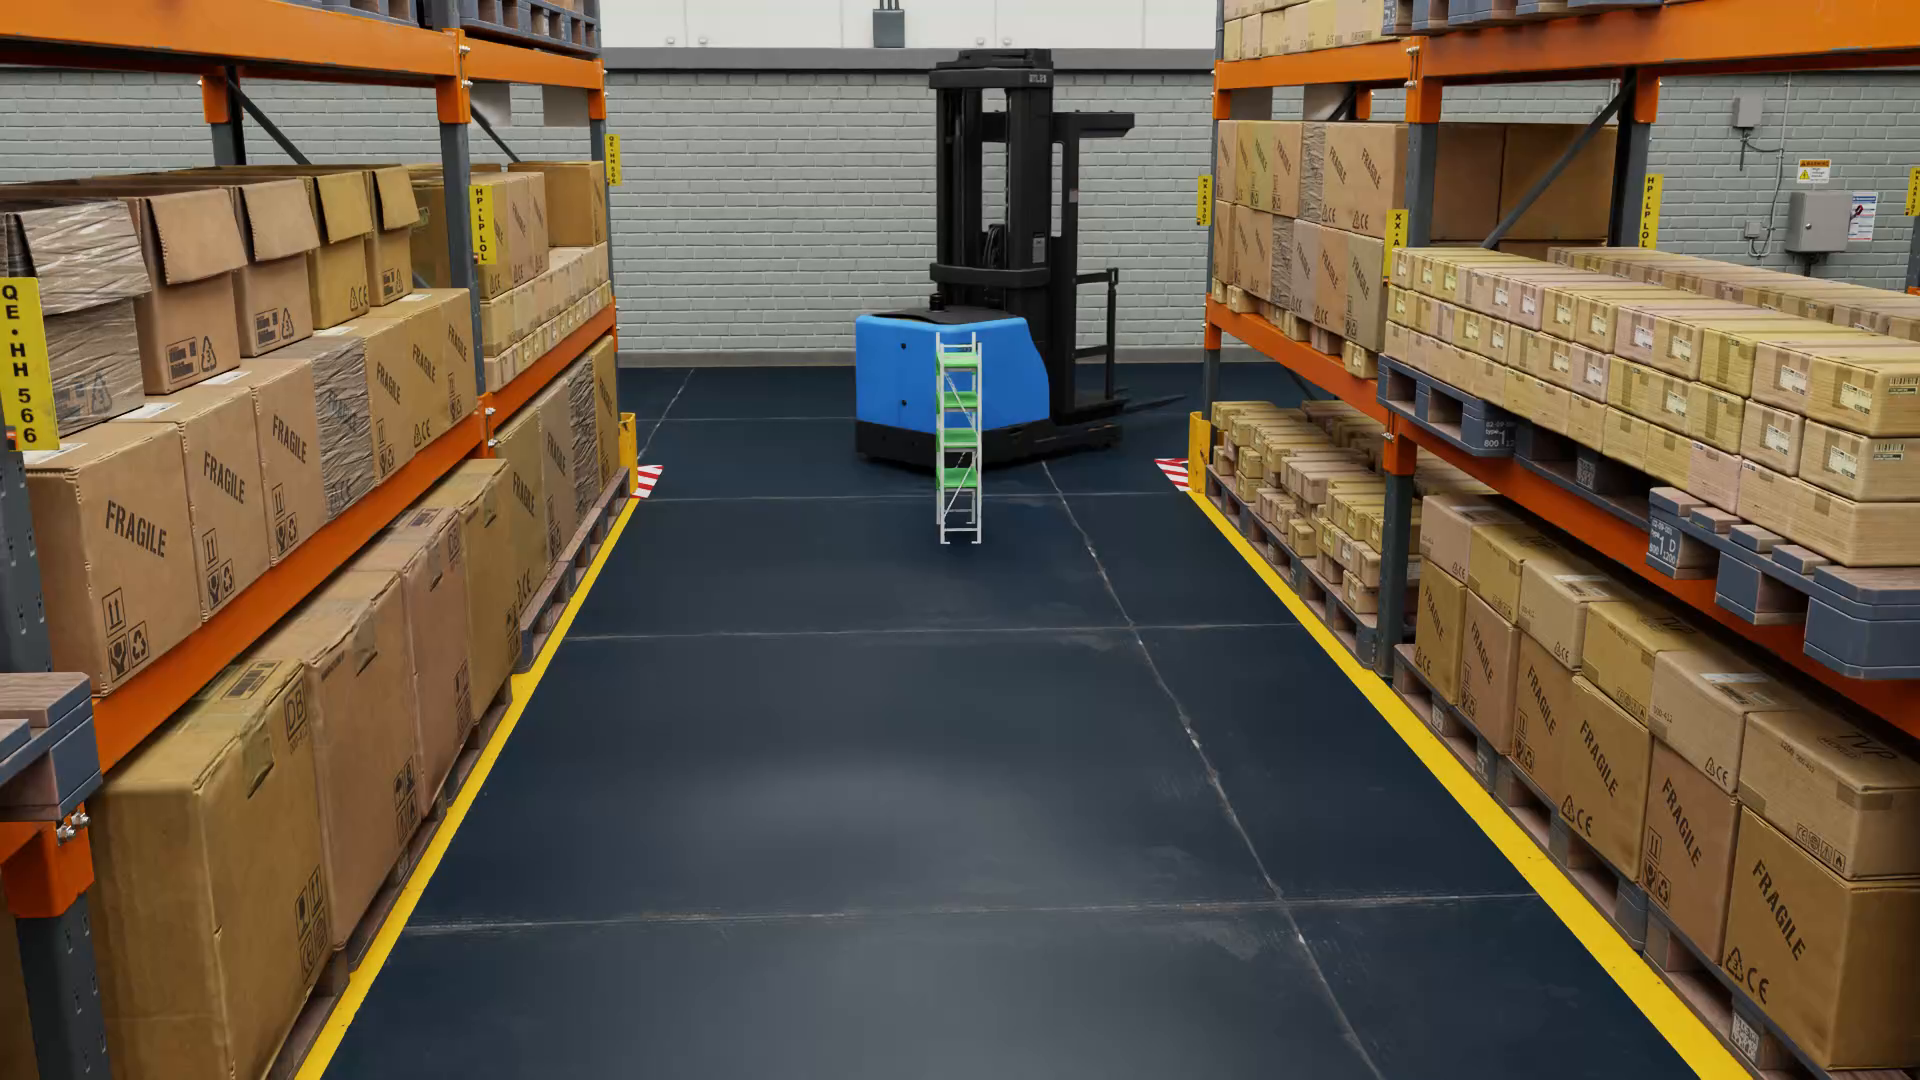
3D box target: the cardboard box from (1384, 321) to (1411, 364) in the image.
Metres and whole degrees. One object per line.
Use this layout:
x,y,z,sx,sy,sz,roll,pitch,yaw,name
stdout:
1.975,-0.817,6.843,0.380,0.149,0.250,-2,15,-6,cardboard box

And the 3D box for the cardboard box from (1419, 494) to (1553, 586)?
2.192,-0.008,6.708,0.500,0.250,0.500,-2,15,-6,cardboard box

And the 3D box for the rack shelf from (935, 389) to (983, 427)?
-0.010,-0.793,9.993,0.258,0.148,0.480,-1,14,-3,rack shelf

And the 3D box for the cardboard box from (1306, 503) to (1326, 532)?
2.057,-0.141,8.836,0.380,0.149,0.250,-1,14,-2,cardboard box

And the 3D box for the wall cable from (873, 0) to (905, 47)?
0.295,-7.706,15.463,2.277,5.999,0.120,-1,14,-3,wall cable

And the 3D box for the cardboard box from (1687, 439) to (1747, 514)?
2.138,-0.168,4.323,0.380,0.149,0.250,-1,14,-2,cardboard box

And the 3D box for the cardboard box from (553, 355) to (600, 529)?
-2.619,-0.574,9.658,0.875,0.875,0.875,-1,14,-3,cardboard box

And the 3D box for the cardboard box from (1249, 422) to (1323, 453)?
1.978,-0.619,10.095,0.380,0.149,0.250,-2,15,-6,cardboard box

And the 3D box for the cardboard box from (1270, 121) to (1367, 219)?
2.007,-2.014,9.031,0.500,0.500,0.500,-1,14,-5,cardboard box

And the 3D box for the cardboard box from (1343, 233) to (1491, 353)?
2.098,-1.149,7.673,0.500,0.500,0.500,-1,14,-3,cardboard box

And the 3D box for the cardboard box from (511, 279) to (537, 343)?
-2.341,-1.105,8.005,0.500,0.250,0.500,-1,14,-4,cardboard box

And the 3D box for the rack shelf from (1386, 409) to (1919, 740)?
2.534,0.006,5.429,1.077,0.370,4.000,-1,14,-3,rack shelf

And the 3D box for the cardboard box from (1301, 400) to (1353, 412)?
2.448,-0.818,10.871,0.380,0.149,0.250,-1,14,-3,cardboard box

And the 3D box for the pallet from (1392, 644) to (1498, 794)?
2.459,0.704,6.867,1.003,0.211,1.213,-1,14,-3,pallet

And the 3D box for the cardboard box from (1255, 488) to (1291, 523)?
1.941,-0.206,9.688,0.380,0.149,0.250,-2,15,-6,cardboard box

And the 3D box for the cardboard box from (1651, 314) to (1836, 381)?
2.120,-0.524,4.511,0.380,0.149,0.250,0,14,-2,cardboard box

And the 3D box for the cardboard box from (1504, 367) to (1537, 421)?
2.061,-0.492,5.581,0.380,0.149,0.250,-1,14,-4,cardboard box

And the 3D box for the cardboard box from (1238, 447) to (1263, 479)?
1.910,-0.474,10.129,0.380,0.149,0.250,0,14,-2,cardboard box

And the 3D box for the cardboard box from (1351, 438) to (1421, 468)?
2.479,-0.494,9.610,0.380,0.149,0.250,-1,14,-5,cardboard box

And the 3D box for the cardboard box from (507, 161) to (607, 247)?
-2.502,-2.101,10.372,0.500,0.500,0.500,-1,14,-3,cardboard box

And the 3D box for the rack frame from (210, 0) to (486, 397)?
-2.547,-0.789,7.072,1.000,3.000,0.127,-1,14,-3,rack frame

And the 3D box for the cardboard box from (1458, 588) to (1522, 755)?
2.225,0.486,6.290,0.500,0.500,0.500,0,14,-1,cardboard box

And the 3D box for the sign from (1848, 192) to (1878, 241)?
9.309,-3.348,17.209,0.329,0.494,0.001,-1,14,-3,sign

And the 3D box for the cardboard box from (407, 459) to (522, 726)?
-2.487,0.196,6.667,1.225,0.875,0.875,-1,14,-3,cardboard box

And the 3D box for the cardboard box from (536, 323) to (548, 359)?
-2.301,-1.006,8.419,0.380,0.149,0.250,-1,14,-4,cardboard box

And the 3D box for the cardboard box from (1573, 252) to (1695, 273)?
2.647,-1.046,6.541,0.380,0.149,0.250,-1,14,-5,cardboard box

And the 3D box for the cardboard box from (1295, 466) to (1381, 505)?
2.003,-0.292,8.826,0.380,0.149,0.250,-2,15,-6,cardboard box

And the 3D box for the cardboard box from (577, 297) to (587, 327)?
-2.379,-1.324,9.658,0.380,0.149,0.250,-1,14,-5,cardboard box

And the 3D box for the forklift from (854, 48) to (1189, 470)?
0.609,-2.191,12.658,1.130,2.935,3.031,14,20,42,forklift

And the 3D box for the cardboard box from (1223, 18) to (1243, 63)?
1.935,-3.099,10.334,0.500,0.250,0.500,0,14,-1,cardboard box

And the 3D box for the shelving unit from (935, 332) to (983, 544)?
-0.010,-0.622,10.037,0.258,1.200,0.503,-1,14,-3,shelving unit

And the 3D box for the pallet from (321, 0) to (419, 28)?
-2.441,-1.922,5.839,0.805,0.209,1.217,-1,15,-6,pallet

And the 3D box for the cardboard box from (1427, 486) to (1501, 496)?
2.572,-0.172,8.358,0.380,0.149,0.250,-1,14,-4,cardboard box

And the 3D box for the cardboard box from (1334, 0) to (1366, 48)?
2.090,-2.463,7.859,0.500,0.250,0.500,-1,14,-4,cardboard box

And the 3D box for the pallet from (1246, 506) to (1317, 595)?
2.254,0.040,9.449,1.003,0.211,1.213,-1,14,-3,pallet

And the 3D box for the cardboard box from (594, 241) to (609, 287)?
-2.500,-1.739,10.468,0.500,0.250,0.500,-1,14,-4,cardboard box

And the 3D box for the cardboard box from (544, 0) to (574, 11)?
-2.709,-3.408,9.988,0.700,0.500,0.500,-2,15,-7,cardboard box

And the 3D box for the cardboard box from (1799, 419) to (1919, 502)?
2.172,-0.187,3.798,0.380,0.149,0.250,-1,14,-2,cardboard box

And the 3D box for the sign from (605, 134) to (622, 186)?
-2.252,-2.464,10.784,0.100,0.325,0.005,-1,14,-3,sign

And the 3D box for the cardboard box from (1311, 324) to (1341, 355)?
2.039,-1.047,8.581,0.380,0.149,0.250,-2,15,-6,cardboard box

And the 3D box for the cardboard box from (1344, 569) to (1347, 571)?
2.113,0.179,8.190,0.380,0.149,0.250,0,14,-2,cardboard box

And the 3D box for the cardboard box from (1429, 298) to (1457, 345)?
2.009,-0.832,6.306,0.380,0.149,0.250,-1,14,-2,cardboard box

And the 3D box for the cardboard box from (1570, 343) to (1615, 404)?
2.090,-0.508,5.045,0.380,0.149,0.250,-1,14,-2,cardboard box

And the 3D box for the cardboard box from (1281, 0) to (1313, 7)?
2.015,-2.963,8.799,0.500,0.250,0.500,-1,14,-6,cardboard box

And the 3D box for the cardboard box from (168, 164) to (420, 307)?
-2.499,-1.164,6.318,0.797,0.503,0.637,-1,14,-5,cardboard box

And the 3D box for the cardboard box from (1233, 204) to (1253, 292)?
1.972,-1.779,10.123,0.500,0.500,0.500,-1,14,-3,cardboard box

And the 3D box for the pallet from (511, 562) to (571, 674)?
-2.516,0.371,8.160,1.003,0.211,1.213,-1,14,-3,pallet

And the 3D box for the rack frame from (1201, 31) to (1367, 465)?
2.162,-1.835,11.139,1.000,3.000,0.127,-1,14,-3,rack frame

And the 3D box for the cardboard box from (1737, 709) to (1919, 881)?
2.353,0.633,4.217,0.500,0.250,0.500,-1,14,-5,cardboard box

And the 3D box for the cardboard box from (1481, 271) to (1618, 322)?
2.041,-0.846,5.763,0.380,0.149,0.250,-1,14,-4,cardboard box

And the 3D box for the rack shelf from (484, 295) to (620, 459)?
-2.671,-0.938,9.095,1.077,0.370,4.000,-1,14,-3,rack shelf

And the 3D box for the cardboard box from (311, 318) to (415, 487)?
-2.182,-0.472,5.641,0.500,0.500,0.500,-1,14,-4,cardboard box

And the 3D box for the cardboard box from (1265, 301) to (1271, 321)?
2.020,-1.367,9.824,0.380,0.149,0.250,-1,14,-4,cardboard box

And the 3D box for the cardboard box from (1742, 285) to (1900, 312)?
2.727,-0.722,5.281,0.380,0.149,0.250,-1,14,-4,cardboard box

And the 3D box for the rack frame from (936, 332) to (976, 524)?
-0.025,-0.683,10.273,0.240,1.200,0.015,-1,14,-3,rack frame
